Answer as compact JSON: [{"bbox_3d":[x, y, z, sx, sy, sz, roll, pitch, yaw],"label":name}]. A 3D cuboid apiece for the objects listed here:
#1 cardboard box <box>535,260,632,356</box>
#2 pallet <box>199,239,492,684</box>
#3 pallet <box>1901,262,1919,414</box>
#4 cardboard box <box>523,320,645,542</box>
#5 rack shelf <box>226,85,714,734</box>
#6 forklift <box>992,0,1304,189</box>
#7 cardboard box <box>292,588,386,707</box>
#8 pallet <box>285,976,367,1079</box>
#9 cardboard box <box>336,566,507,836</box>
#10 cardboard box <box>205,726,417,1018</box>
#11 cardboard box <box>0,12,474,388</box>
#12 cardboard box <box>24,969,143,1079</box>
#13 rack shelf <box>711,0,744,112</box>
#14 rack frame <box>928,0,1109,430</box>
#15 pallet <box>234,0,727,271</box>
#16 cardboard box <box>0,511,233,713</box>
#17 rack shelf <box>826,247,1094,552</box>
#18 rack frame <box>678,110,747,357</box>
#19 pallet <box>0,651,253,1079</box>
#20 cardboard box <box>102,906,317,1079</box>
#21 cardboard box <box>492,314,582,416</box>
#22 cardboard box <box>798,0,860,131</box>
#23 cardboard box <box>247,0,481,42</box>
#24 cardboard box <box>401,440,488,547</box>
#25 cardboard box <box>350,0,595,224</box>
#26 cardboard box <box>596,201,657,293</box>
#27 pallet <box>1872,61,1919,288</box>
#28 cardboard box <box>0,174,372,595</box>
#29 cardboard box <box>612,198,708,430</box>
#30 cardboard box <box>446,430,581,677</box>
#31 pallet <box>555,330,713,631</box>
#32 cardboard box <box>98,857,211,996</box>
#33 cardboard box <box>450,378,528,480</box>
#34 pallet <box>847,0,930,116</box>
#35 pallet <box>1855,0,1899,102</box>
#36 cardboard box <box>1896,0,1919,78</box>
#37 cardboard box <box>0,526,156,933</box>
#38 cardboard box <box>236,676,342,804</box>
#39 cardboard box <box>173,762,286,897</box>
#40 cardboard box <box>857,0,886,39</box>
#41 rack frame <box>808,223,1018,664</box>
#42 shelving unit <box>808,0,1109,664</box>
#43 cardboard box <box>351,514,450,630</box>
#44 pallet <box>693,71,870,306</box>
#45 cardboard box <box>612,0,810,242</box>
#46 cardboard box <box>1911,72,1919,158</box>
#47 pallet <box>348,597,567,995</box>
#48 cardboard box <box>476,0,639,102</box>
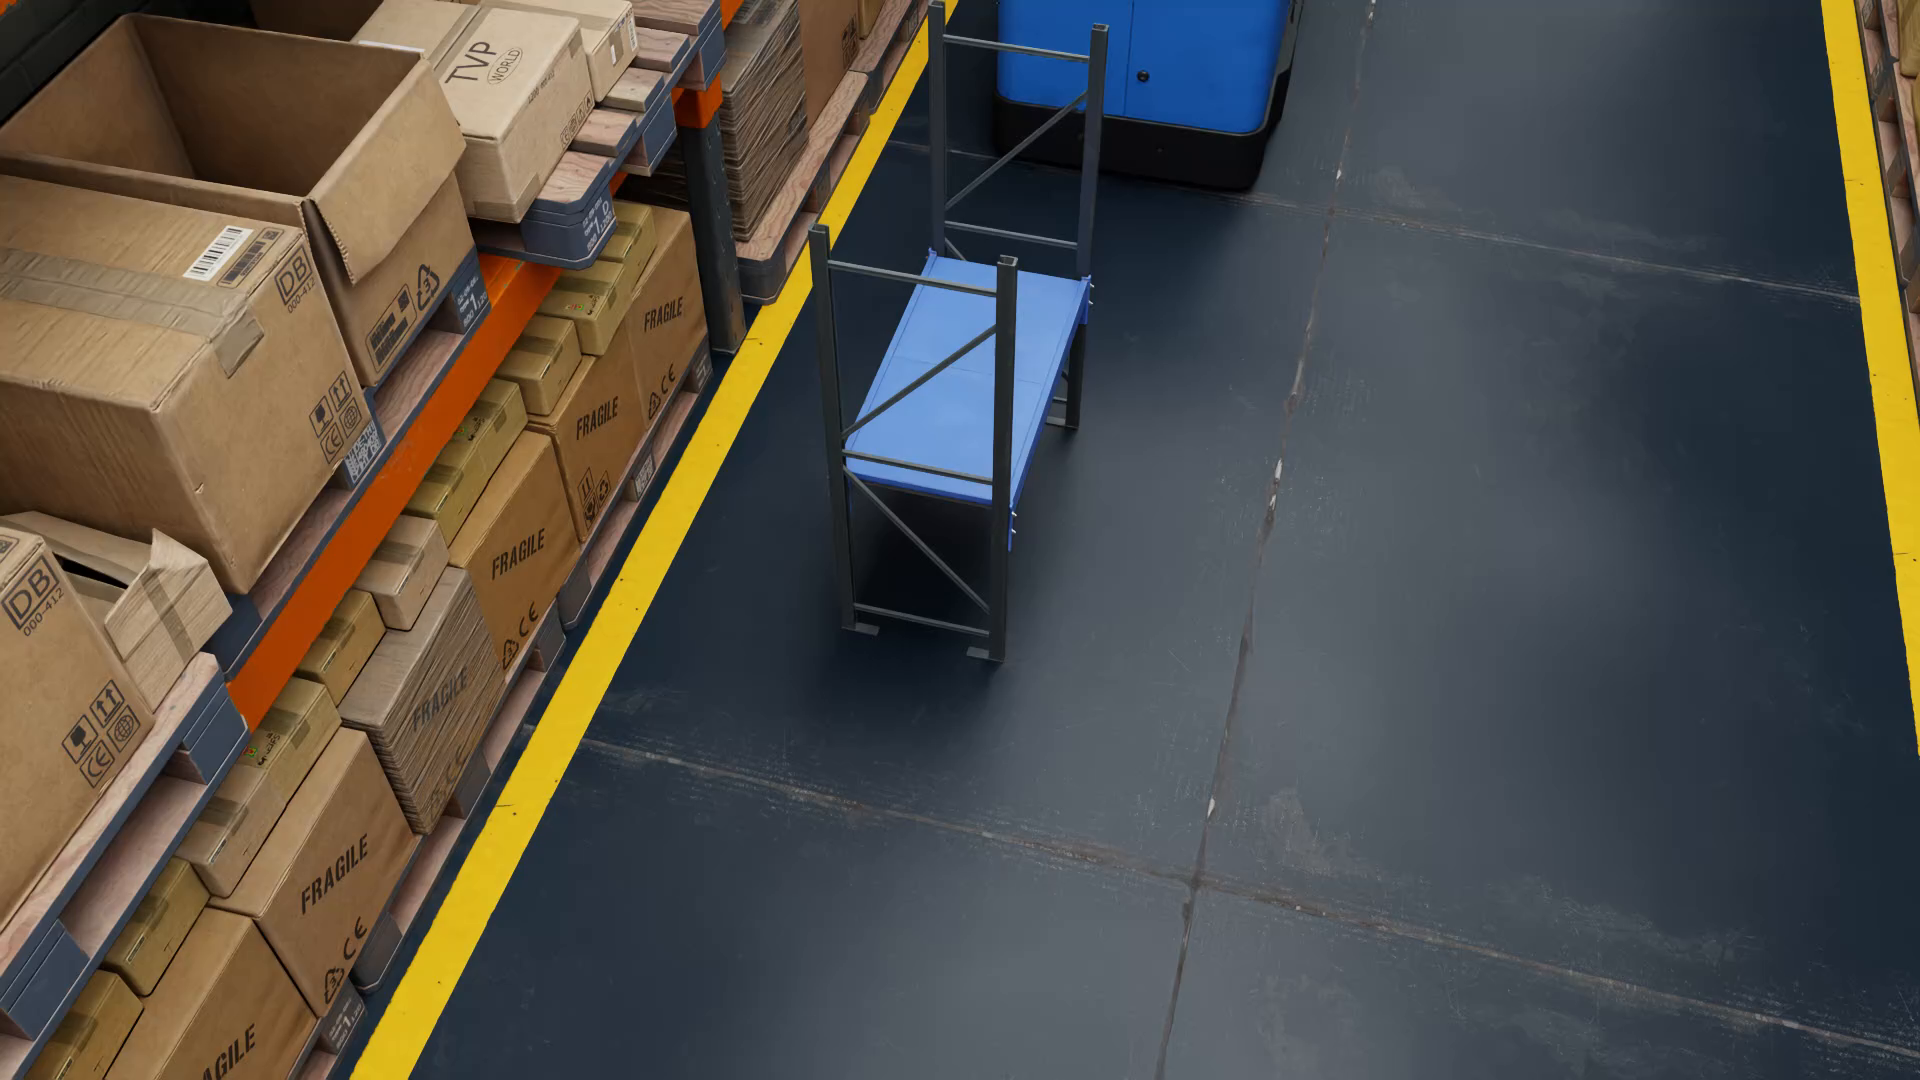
[{"bbox_3d":[-1.180,-0.693,4.815,0.380,0.149,0.250,9,49,8],"label":"cardboard box"},{"bbox_3d":[-1.760,-0.306,3.647,1.003,0.211,1.213,12,50,10],"label":"pallet"},{"bbox_3d":[3.744,-0.442,5.500,1.003,0.211,1.213,12,50,10],"label":"pallet"},{"bbox_3d":[-1.298,-0.381,4.972,0.500,0.500,0.500,11,49,9],"label":"cardboard box"},{"bbox_3d":[-1.779,-0.092,3.811,1.077,0.370,4.000,12,50,10],"label":"rack shelf"},{"bbox_3d":[0.983,-3.440,6.331,1.130,2.935,3.031,11,49,9],"label":"forklift"},{"bbox_3d":[-1.628,0.225,4.005,0.380,0.149,0.250,12,50,10],"label":"cardboard box"},{"bbox_3d":[-2.128,1.443,3.835,1.003,0.211,1.213,12,50,10],"label":"pallet"},{"bbox_3d":[-1.552,0.378,4.303,0.500,0.500,0.500,10,49,9],"label":"cardboard box"},{"bbox_3d":[-1.695,0.752,3.973,0.500,0.500,0.500,10,49,9],"label":"cardboard box"},{"bbox_3d":[-1.504,-0.733,3.547,0.797,0.503,0.637,11,49,9],"label":"cardboard box"},{"bbox_3d":[-1.900,0.979,3.339,0.380,0.149,0.250,9,49,8],"label":"cardboard box"},{"bbox_3d":[-0.726,-2.986,6.364,1.077,0.370,4.000,12,50,10],"label":"rack shelf"},{"bbox_3d":[0.156,-0.926,5.067,0.500,1.500,0.032,12,50,10],"label":"rack frame"},{"bbox_3d":[-1.363,-1.209,4.445,1.213,0.211,1.003,12,50,10],"label":"pallet"},{"bbox_3d":[-1.570,0.093,2.977,0.396,0.266,0.258,14,50,12],"label":"cardboard box"},{"bbox_3d":[0.022,-0.439,4.877,0.538,0.185,1.000,12,50,10],"label":"rack shelf"},{"bbox_3d":[-1.253,-1.777,4.818,1.000,3.000,0.127,12,50,10],"label":"rack frame"},{"bbox_3d":[-1.990,0.623,2.827,1.003,0.211,1.213,12,50,10],"label":"pallet"},{"bbox_3d":[-1.830,1.112,3.655,0.500,0.500,0.500,11,49,10],"label":"cardboard box"},{"bbox_3d":[-1.292,-0.511,4.655,0.380,0.149,0.250,10,49,9],"label":"cardboard box"},{"bbox_3d":[-0.911,-2.053,6.365,0.875,0.625,0.625,13,50,11],"label":"cardboard box"},{"bbox_3d":[-1.539,-1.608,4.321,0.500,0.500,0.500,14,50,12],"label":"cardboard box"},{"bbox_3d":[-1.471,-0.148,4.335,0.380,0.149,0.250,11,49,9],"label":"cardboard box"},{"bbox_3d":[-1.218,-1.039,3.987,0.500,0.250,0.500,9,49,8],"label":"cardboard box"},{"bbox_3d":[-1.138,-0.896,4.995,0.380,0.149,0.250,9,49,8],"label":"cardboard box"},{"bbox_3d":[4.067,-1.322,6.276,1.003,0.211,1.213,12,50,10],"label":"pallet"},{"bbox_3d":[-1.620,-0.304,3.171,0.700,0.500,0.500,11,50,10],"label":"cardboard box"},{"bbox_3d":[-1.157,-0.740,5.290,0.500,0.500,0.500,13,50,11],"label":"cardboard box"},{"bbox_3d":[-1.434,-0.001,4.638,0.500,0.500,0.500,14,50,12],"label":"cardboard box"},{"bbox_3d":[-1.486,-0.322,5.393,1.003,0.211,1.213,12,50,10],"label":"pallet"},{"bbox_3d":[-1.841,0.778,3.517,0.380,0.149,0.250,11,49,9],"label":"cardboard box"},{"bbox_3d":[-1.405,-0.329,4.494,0.380,0.149,0.250,13,50,11],"label":"cardboard box"},{"bbox_3d":[-0.675,-2.322,7.158,1.003,0.211,1.213,12,50,10],"label":"pallet"},{"bbox_3d":[4.386,-2.207,7.057,1.003,0.211,1.213,12,50,10],"label":"pallet"},{"bbox_3d":[4.268,-2.062,6.542,0.950,0.372,0.625,14,50,12],"label":"cardboard box"},{"bbox_3d":[-1.826,0.264,2.670,0.700,0.500,0.500,12,50,10],"label":"cardboard box"},{"bbox_3d":[-1.671,0.426,3.828,0.380,0.149,0.250,13,50,11],"label":"cardboard box"},{"bbox_3d":[-1.739,0.605,3.670,0.380,0.149,0.250,11,50,10],"label":"cardboard box"},{"bbox_3d":[-0.734,-2.540,6.795,0.875,0.625,0.625,10,49,8],"label":"cardboard box"},{"bbox_3d":[-0.111,-0.190,4.418,0.500,1.500,0.032,12,50,10],"label":"rack frame"},{"bbox_3d":[0.022,-0.558,4.742,0.538,1.500,1.048,12,50,10],"label":"shelving unit"},{"bbox_3d":[-1.514,0.057,4.153,0.380,0.149,0.250,9,49,8],"label":"cardboard box"},{"bbox_3d":[-0.998,-1.442,6.382,1.003,0.211,1.213,12,50,10],"label":"pallet"},{"bbox_3d":[-1.075,-1.579,5.946,0.875,0.625,0.625,13,50,11],"label":"cardboard box"},{"bbox_3d":[4.087,-1.559,6.098,0.950,0.372,0.625,13,50,11],"label":"cardboard box"},{"bbox_3d":[-1.809,0.558,4.617,1.003,0.211,1.213,12,50,10],"label":"pallet"},{"bbox_3d":[-1.055,-1.282,4.268,0.380,0.149,0.250,12,50,11],"label":"cardboard box"}]
